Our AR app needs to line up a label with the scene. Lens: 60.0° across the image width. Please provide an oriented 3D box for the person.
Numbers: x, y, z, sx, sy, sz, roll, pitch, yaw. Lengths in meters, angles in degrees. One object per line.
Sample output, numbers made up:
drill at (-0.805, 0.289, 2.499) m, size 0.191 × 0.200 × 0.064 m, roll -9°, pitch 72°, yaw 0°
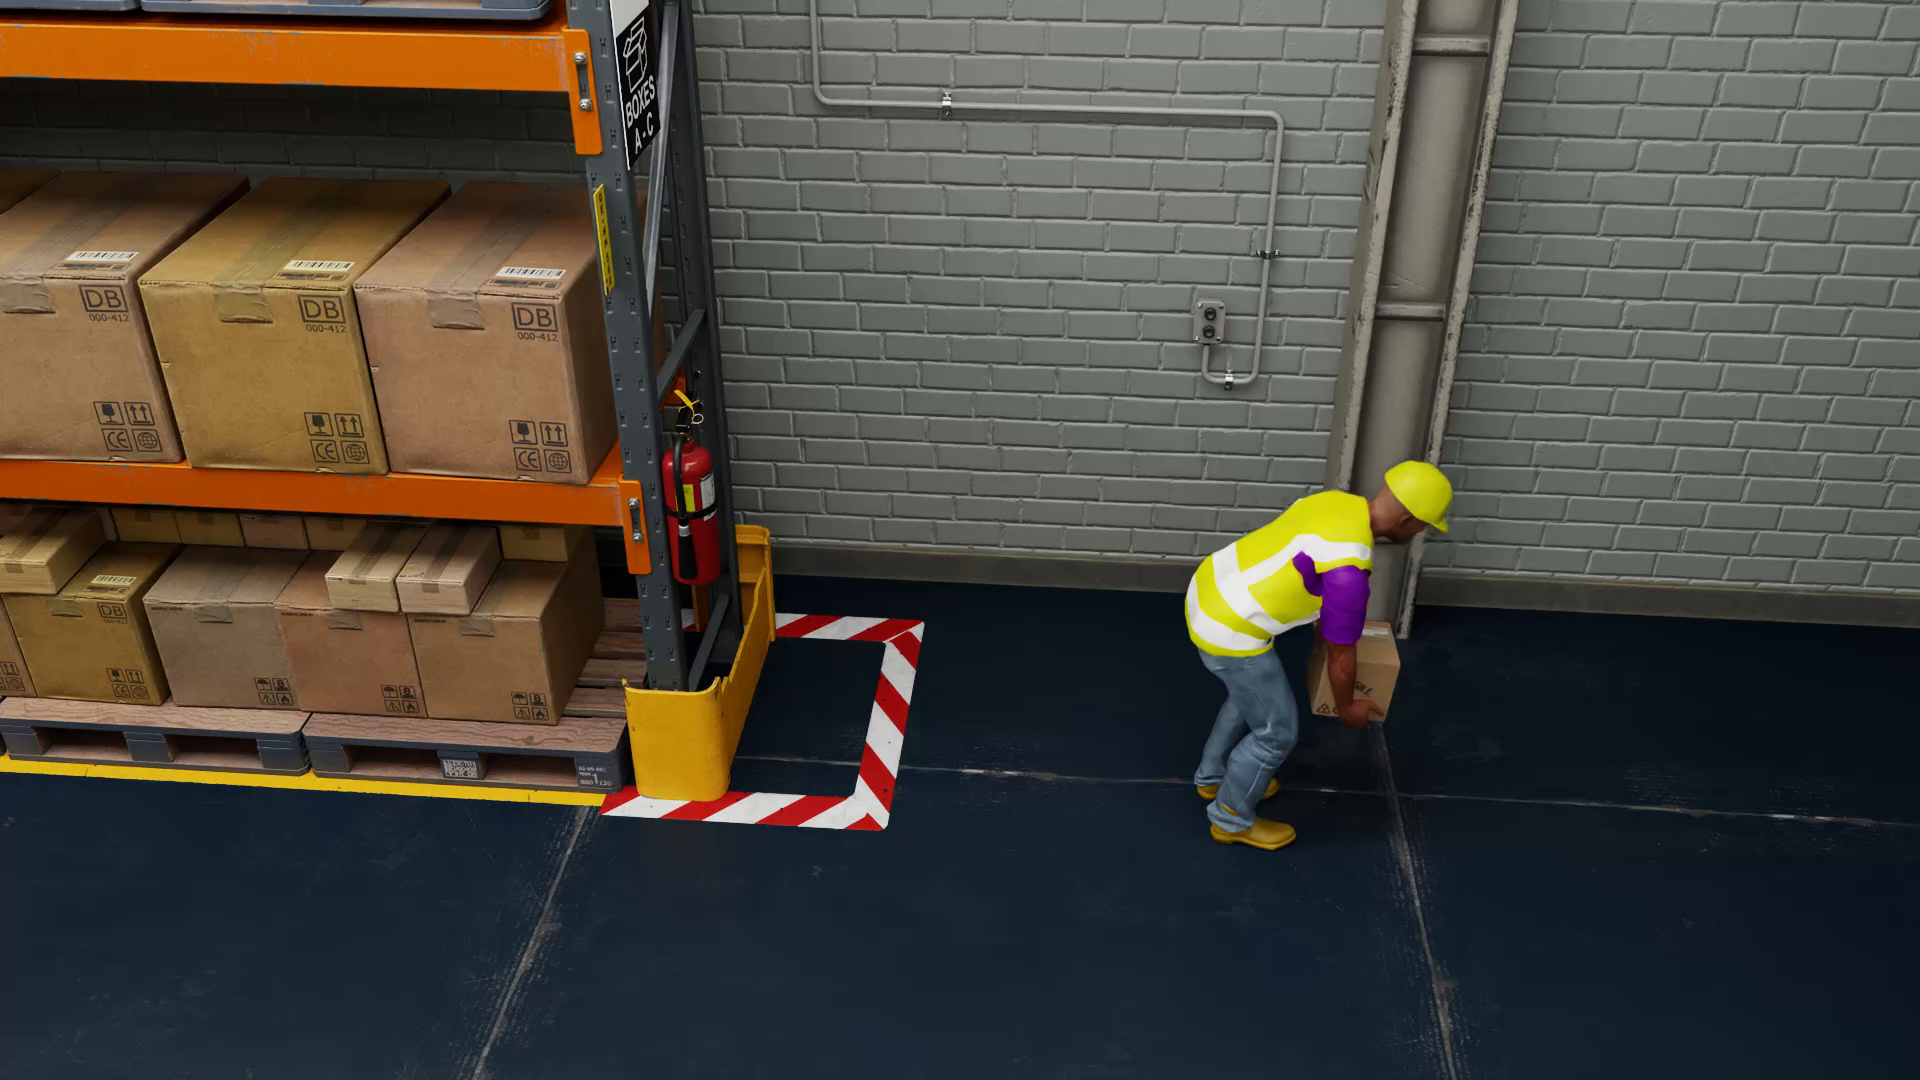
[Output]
person at (1.188, 0.381, 5.750) m, size 0.831 × 1.499 × 0.487 m, roll 2°, pitch 32°, yaw 3°
